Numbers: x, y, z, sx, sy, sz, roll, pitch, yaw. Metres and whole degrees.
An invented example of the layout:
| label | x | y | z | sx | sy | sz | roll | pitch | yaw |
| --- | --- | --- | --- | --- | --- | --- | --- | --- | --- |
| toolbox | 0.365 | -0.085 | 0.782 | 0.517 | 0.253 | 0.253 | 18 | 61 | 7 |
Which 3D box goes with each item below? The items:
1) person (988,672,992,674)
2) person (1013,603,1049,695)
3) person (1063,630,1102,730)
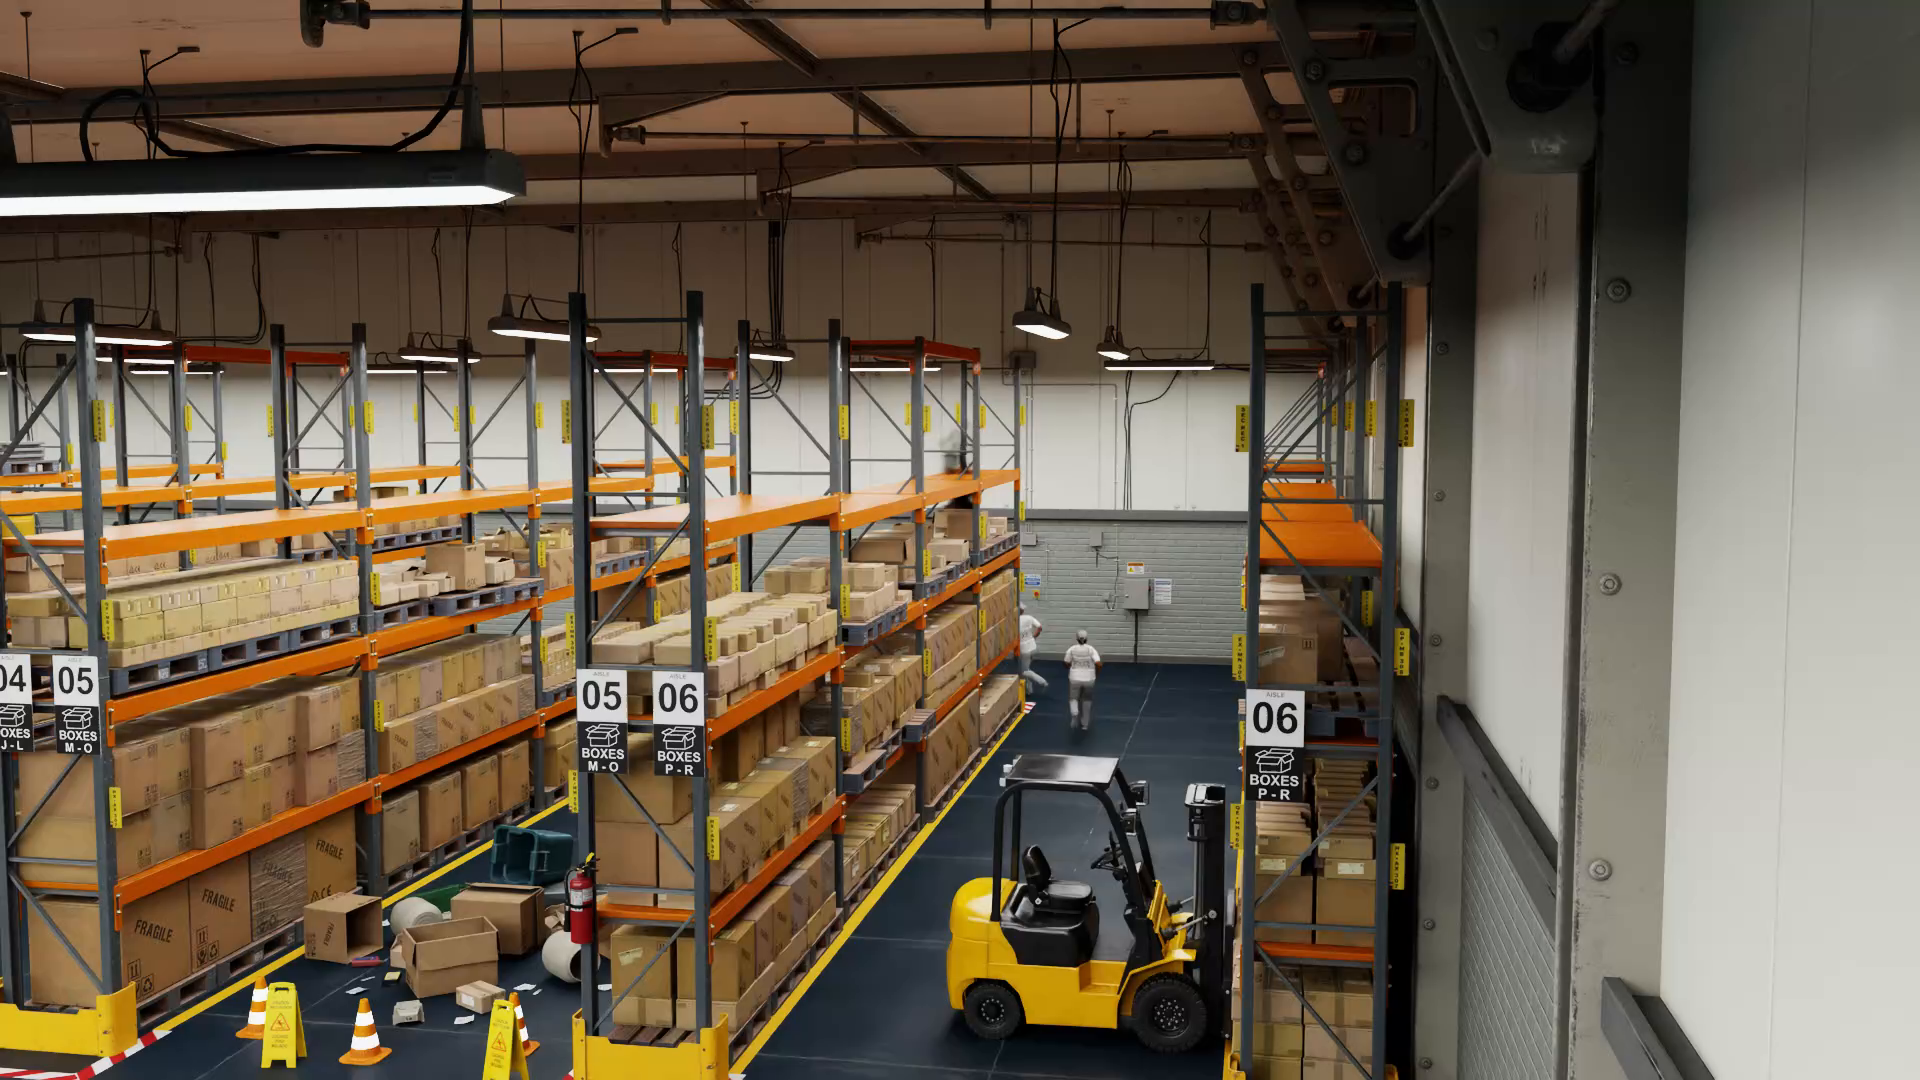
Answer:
| label | x | y | z | sx | sy | sz | roll | pitch | yaw |
| --- | --- | --- | --- | --- | --- | --- | --- | --- | --- |
| person | 0.115 | 1.884 | 29.667 | 1.059 | 1.740 | 0.767 | 1 | 5 | 15 |
| person | 1.167 | 1.983 | 29.476 | 0.716 | 1.768 | 0.740 | 4 | 6 | 40 |
| person | 1.955 | 2.230 | 26.411 | 0.601 | 1.623 | 0.671 | 0 | 5 | 5 |
